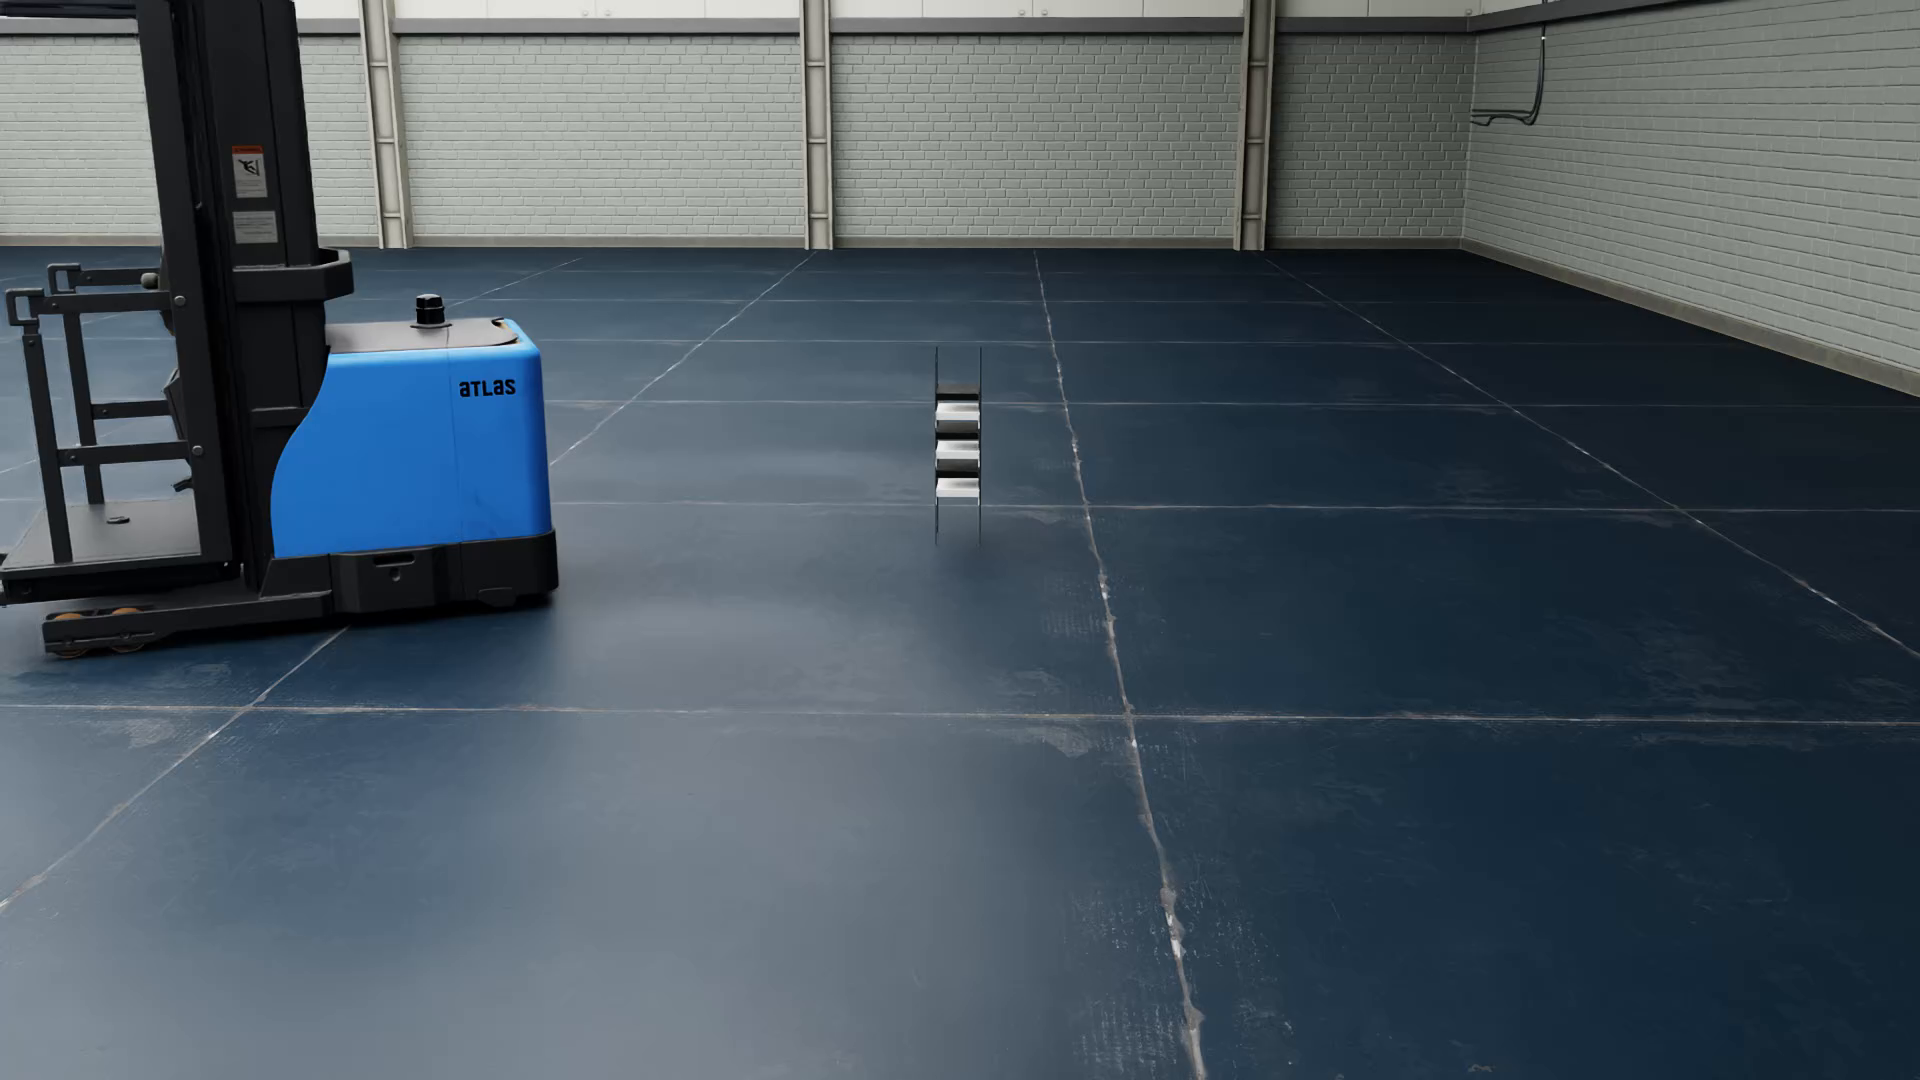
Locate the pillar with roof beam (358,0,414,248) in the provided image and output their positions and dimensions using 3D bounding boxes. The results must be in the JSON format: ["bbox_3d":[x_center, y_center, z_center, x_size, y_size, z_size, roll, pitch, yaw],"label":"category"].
[{"bbox_3d":[-8.073,-7.391,18.215,0.400,9.000,9.100,0,15,1],"label":"pillar with roof beam"}]

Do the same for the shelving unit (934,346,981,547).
[{"bbox_3d":[-0.008,-0.435,7.725,0.210,0.900,0.258,0,15,1],"label":"shelving unit"}]

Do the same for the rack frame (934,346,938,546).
[{"bbox_3d":[-0.110,-0.436,7.728,0.006,0.900,0.240,0,15,1],"label":"rack frame"}]

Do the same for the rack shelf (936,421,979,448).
[{"bbox_3d":[-0.008,-0.490,7.711,0.200,0.077,0.258,0,15,1],"label":"rack shelf"}]

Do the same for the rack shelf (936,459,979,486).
[{"bbox_3d":[-0.008,-0.316,7.757,0.200,0.077,0.258,0,15,1],"label":"rack shelf"}]

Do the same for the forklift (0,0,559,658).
[{"bbox_3d":[-3.222,-1.129,6.375,3.031,2.935,1.130,-5,16,-20],"label":"forklift"}]

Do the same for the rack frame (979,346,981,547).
[{"bbox_3d":[0.094,-0.435,7.723,0.006,0.900,0.240,0,15,1],"label":"rack frame"}]

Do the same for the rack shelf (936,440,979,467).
[{"bbox_3d":[-0.008,-0.403,7.734,0.200,0.077,0.258,0,15,1],"label":"rack shelf"}]

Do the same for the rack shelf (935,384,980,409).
[{"bbox_3d":[-0.008,-0.664,7.665,0.200,0.077,0.258,0,15,1],"label":"rack shelf"}]

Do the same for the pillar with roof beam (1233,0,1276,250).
[{"bbox_3d":[3.924,-7.313,17.918,0.400,9.000,9.100,0,15,1],"label":"pillar with roof beam"}]

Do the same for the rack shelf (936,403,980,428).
[{"bbox_3d":[-0.008,-0.577,7.688,0.200,0.077,0.258,0,15,1],"label":"rack shelf"}]

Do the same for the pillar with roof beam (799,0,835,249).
[{"bbox_3d":[-2.074,-7.352,18.067,0.400,9.000,9.100,0,15,1],"label":"pillar with roof beam"}]

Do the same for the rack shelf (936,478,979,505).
[{"bbox_3d":[-0.008,-0.229,7.780,0.200,0.077,0.258,0,15,1],"label":"rack shelf"}]

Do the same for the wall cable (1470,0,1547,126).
[{"bbox_3d":[6.945,-6.553,21.125,0.112,2.526,3.097,0,15,1],"label":"wall cable"}]
